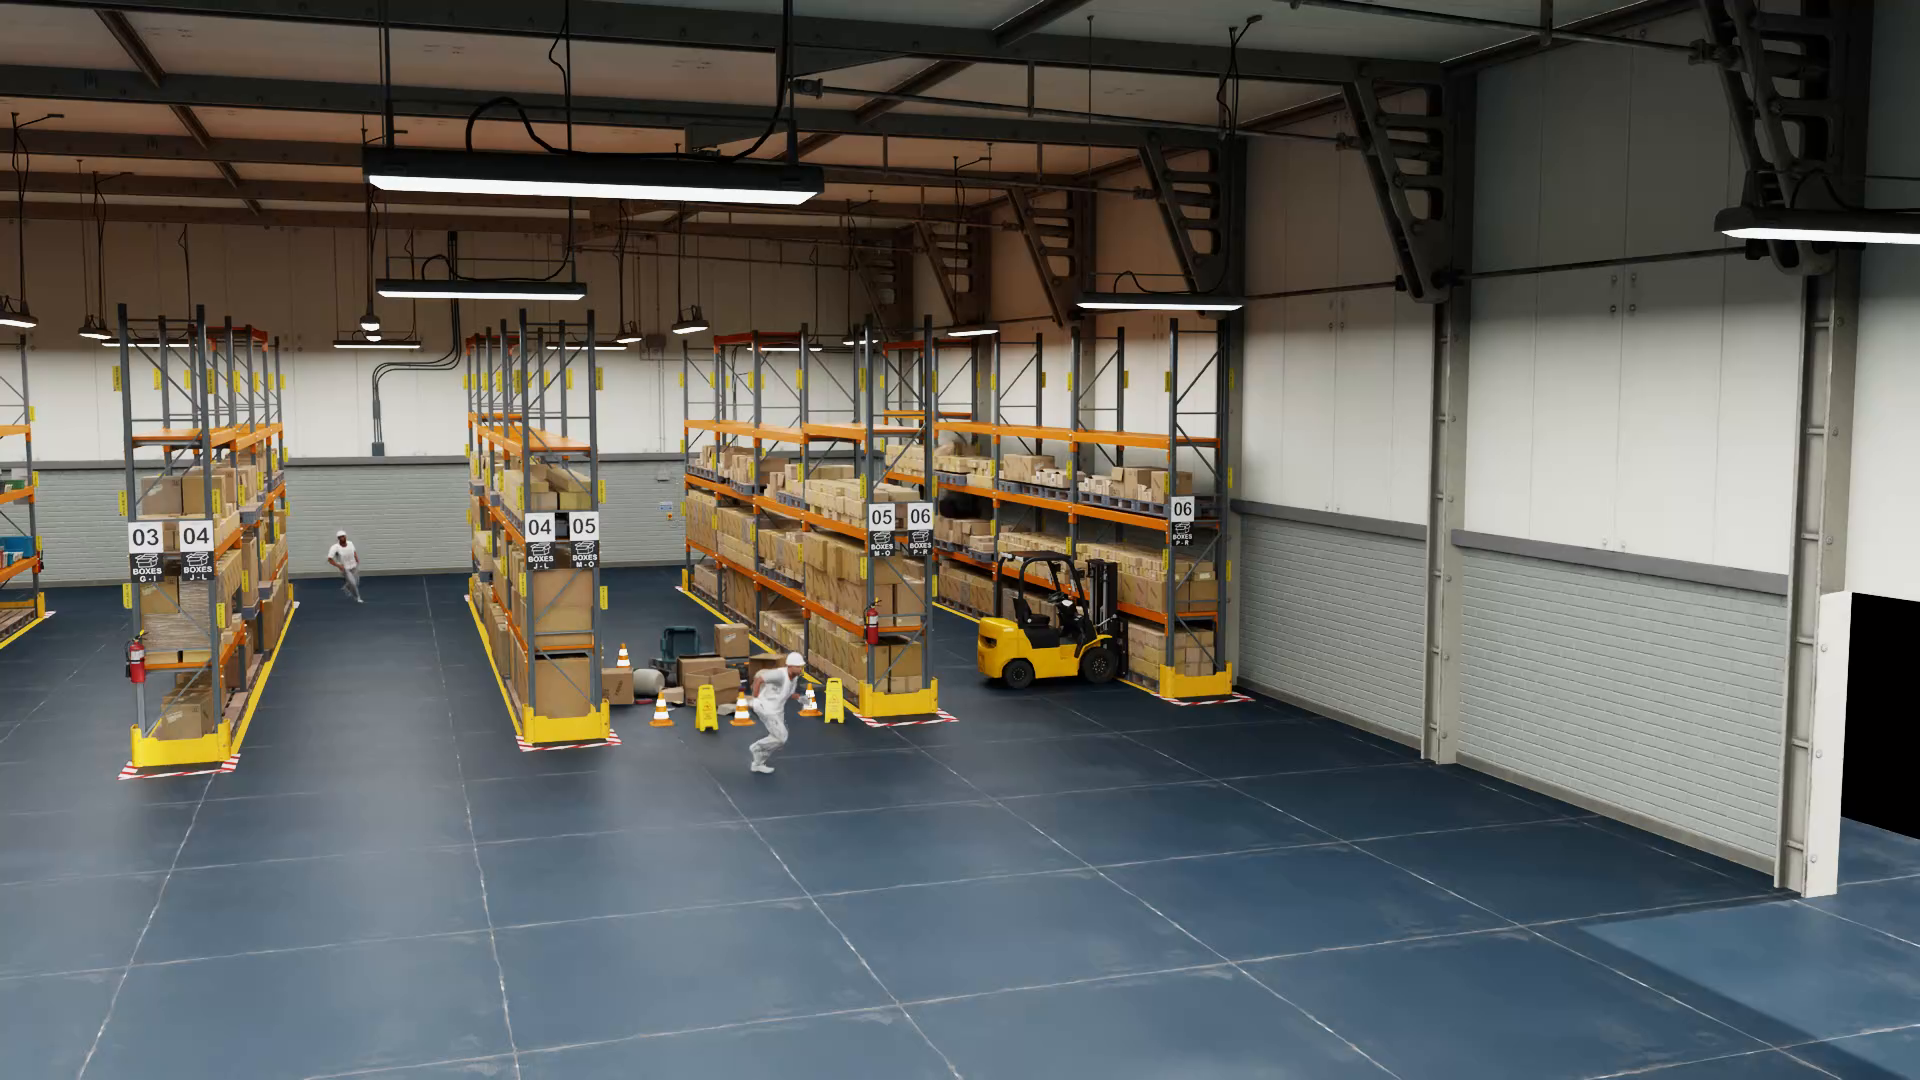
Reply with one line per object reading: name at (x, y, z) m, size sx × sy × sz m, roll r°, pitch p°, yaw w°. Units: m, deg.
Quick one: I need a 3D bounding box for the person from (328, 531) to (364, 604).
person at (-13.921, 0.615, 37.519) m, size 0.690 × 1.680 × 0.728 m, roll 4°, pitch 7°, yaw 33°

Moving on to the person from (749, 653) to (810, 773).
person at (-2.325, 2.210, 21.147) m, size 0.822 × 1.591 × 0.715 m, roll 2°, pitch 6°, yaw 23°

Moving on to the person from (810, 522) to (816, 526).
person at (-3.330, 0.355, 36.976) m, size 0.661 × 1.882 × 0.845 m, roll -2°, pitch 6°, yaw -17°
